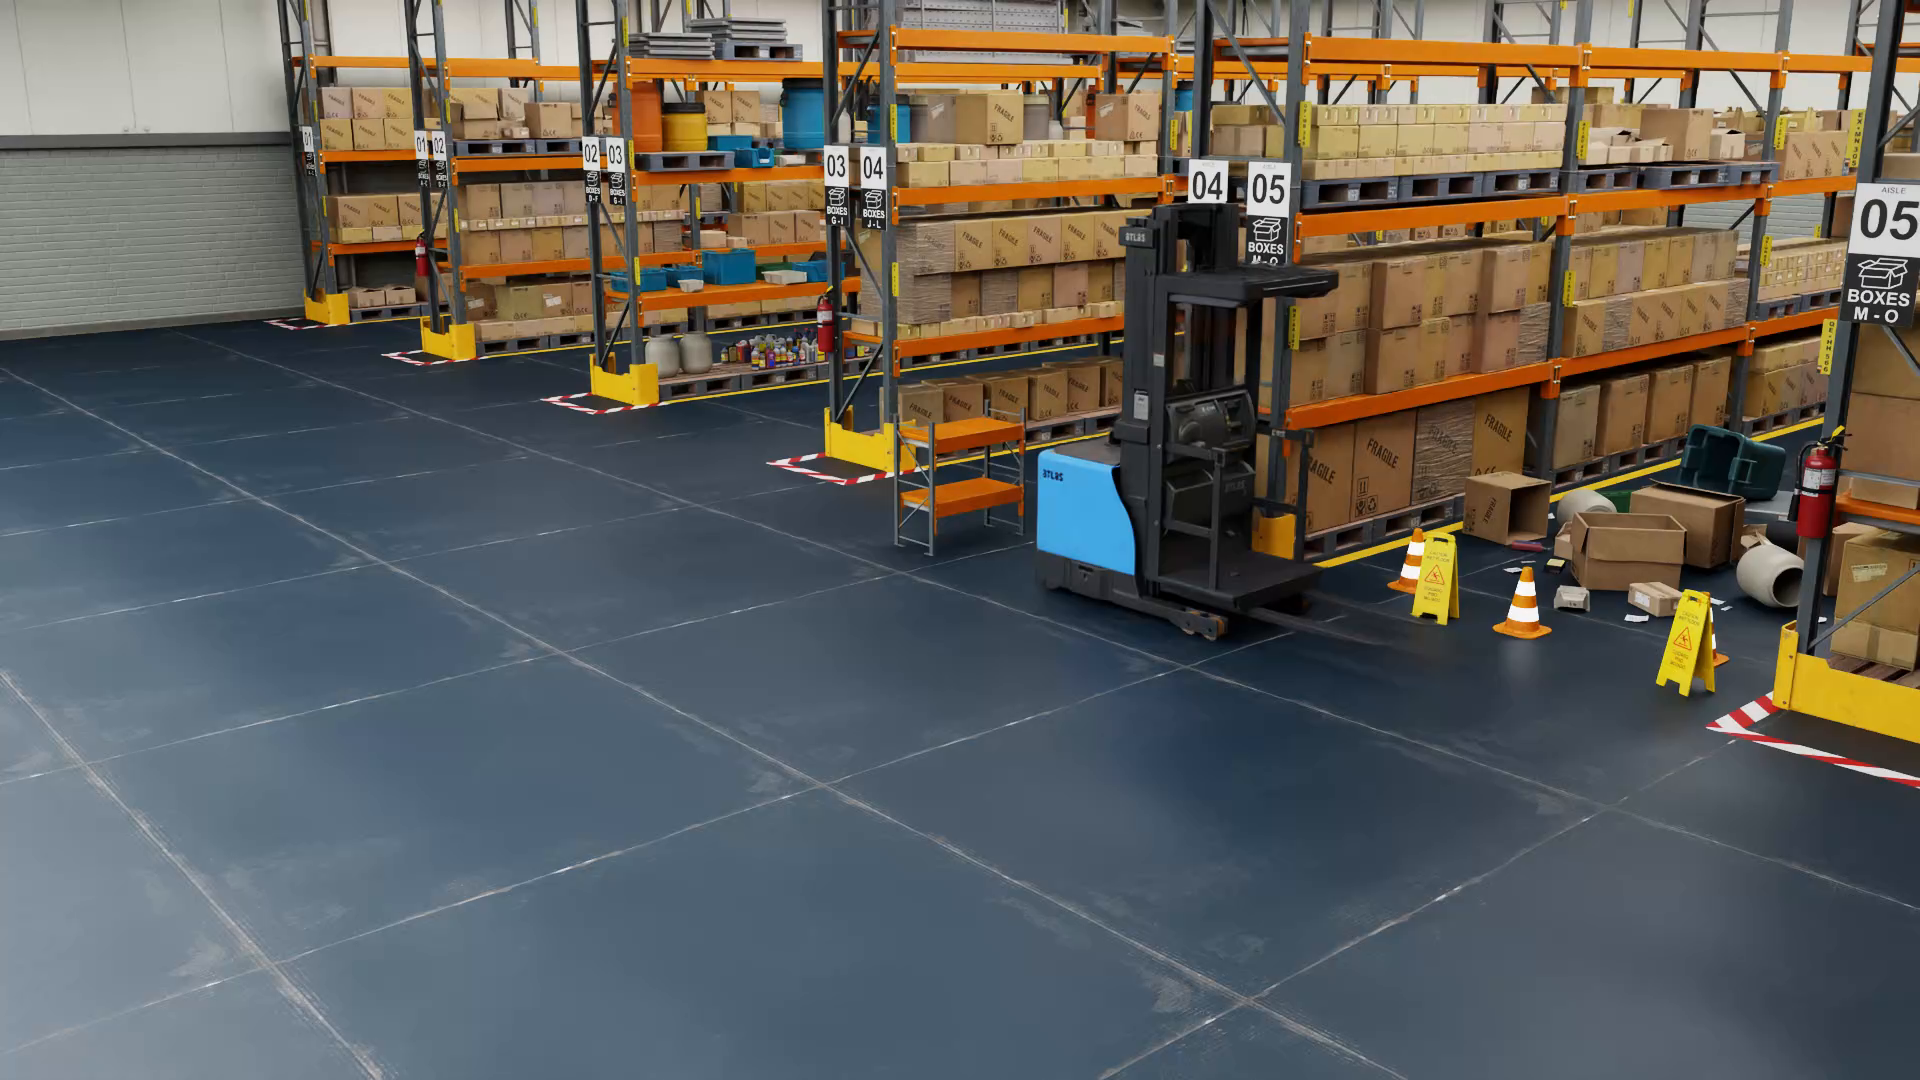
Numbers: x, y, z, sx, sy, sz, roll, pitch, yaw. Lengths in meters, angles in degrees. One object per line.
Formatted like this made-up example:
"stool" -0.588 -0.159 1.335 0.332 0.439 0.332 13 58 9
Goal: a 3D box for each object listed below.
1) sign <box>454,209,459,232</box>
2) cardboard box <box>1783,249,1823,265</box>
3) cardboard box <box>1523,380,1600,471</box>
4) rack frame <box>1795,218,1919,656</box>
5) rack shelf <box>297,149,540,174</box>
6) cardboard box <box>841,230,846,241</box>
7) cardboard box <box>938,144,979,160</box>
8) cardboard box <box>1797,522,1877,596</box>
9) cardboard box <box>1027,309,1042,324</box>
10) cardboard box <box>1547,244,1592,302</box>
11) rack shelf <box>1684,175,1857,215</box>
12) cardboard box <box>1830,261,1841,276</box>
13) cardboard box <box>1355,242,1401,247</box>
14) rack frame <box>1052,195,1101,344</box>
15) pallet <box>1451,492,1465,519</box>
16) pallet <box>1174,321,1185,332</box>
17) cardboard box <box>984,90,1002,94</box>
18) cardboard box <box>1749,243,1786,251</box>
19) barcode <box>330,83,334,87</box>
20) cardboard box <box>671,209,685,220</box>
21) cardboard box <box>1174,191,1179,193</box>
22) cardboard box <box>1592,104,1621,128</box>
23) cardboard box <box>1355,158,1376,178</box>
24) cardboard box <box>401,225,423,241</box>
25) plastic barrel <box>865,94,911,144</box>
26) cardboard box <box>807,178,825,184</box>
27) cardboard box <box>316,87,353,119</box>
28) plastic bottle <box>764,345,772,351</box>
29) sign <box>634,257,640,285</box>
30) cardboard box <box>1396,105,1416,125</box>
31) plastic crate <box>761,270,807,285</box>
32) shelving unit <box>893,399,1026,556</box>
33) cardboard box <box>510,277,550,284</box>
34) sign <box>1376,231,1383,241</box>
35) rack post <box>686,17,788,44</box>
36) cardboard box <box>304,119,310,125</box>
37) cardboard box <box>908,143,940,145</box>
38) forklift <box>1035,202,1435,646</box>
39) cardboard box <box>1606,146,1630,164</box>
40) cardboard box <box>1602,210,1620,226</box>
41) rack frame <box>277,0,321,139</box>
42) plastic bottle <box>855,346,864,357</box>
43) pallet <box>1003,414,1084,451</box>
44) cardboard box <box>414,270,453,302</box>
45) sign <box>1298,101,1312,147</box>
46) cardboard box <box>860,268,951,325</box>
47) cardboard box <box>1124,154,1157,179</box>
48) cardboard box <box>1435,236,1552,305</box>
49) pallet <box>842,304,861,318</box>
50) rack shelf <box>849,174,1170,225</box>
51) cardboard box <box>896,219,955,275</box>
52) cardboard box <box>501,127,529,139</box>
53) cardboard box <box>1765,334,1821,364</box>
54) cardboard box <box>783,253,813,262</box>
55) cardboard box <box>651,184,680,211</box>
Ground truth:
"sign" -7.136 -4.529 23.561 0.005 0.325 0.100 -13 19 -39
"cardboard box" 9.686 -3.257 19.152 0.250 0.149 0.380 -12 19 -38
"cardboard box" 5.611 -1.186 16.422 0.750 0.750 1.050 -13 20 -40
"rack frame" 5.510 -0.323 9.647 0.127 3.000 1.000 -13 19 -39
"rack shelf" -9.241 -6.586 28.674 4.000 0.370 1.077 -13 19 -39
"cardboard box" -1.957 -5.209 28.426 0.250 0.149 0.380 -13 19 -39
"cardboard box" -0.015 -3.947 16.921 0.250 0.149 0.380 -12 19 -37
"cardboard box" 6.826 0.122 12.818 0.500 0.500 0.500 0 15 -1
"cardboard box" 0.673 -2.436 18.045 0.250 0.149 0.380 -13 19 -39
"cardboard box" 5.573 -2.564 15.904 0.500 0.500 0.700 -13 20 -40
"rack shelf" 9.728 -4.065 19.238 4.000 0.370 1.077 -13 19 -39
"cardboard box" 10.074 -3.198 19.506 0.250 0.149 0.380 -13 19 -39
"cardboard box" 5.585 -3.685 22.040 0.500 0.500 0.500 -12 19 -38
"rack frame" 1.788 -4.572 25.553 0.127 3.000 1.000 -13 19 -39
"pallet" 4.577 -0.486 15.662 1.213 0.211 1.003 -13 19 -39
"pallet" 3.276 -3.572 27.213 1.213 0.211 1.003 -13 19 -39
"cardboard box" 0.562 -9.586 36.343 0.500 0.500 0.500 -12 19 -38
"cardboard box" 9.663 -3.475 19.967 0.250 0.149 0.380 -12 19 -37
"barcode" -10.543 -7.633 27.908 0.075 0.075 0.001 -13 19 -39
"cardboard box" -4.542 -5.133 26.203 0.250 0.149 0.380 -13 20 -39
"cardboard box" 4.039 -7.209 33.293 0.500 0.500 0.500 -12 19 -38
"cardboard box" 9.504 -6.329 25.119 0.500 0.500 0.700 -12 19 -37
"cardboard box" 3.035 -2.930 13.073 0.250 0.149 0.380 -13 19 -39
"cardboard box" -9.403 -5.279 28.453 0.500 0.250 0.500 -13 20 -40
"plastic barrel" -0.988 -5.714 23.045 0.708 0.901 0.600 -13 19 -39
"cardboard box" -3.043 -7.355 33.712 0.500 0.250 0.500 -13 20 -40
"cardboard box" -10.300 -7.153 27.235 0.500 0.500 0.500 14 21 43
"plastic bottle" -2.602 -2.547 22.543 0.097 0.201 0.097 0 15 0
"sign" -3.889 -3.242 20.040 0.005 0.325 0.100 -13 19 -39
"cardboard box" 3.413 -3.400 13.289 0.250 0.149 0.380 -13 20 -40
"plastic crate" -2.288 -3.442 21.836 0.437 0.136 0.530 -13 19 -39
"shelving unit" 0.005 -0.545 14.109 1.048 1.125 0.538 -13 19 -39
"cardboard box" -6.541 -3.739 25.497 0.500 0.500 0.500 -13 19 -39
"sign" 5.403 -4.025 21.414 0.005 0.325 0.100 -13 19 -39
"rack post" -2.806 -6.413 20.966 0.954 0.300 0.937 -13 20 -40
"cardboard box" -10.601 -6.772 27.746 0.500 0.500 0.500 -11 18 -35
"cardboard box" -0.409 -4.065 17.363 0.250 0.149 0.380 -13 19 -39
"forklift" 1.948 -0.863 11.800 1.130 2.935 3.031 -13 20 -41
"cardboard box" 6.147 -3.654 15.782 0.380 0.149 0.250 -13 19 -39
"cardboard box" 10.158 -5.283 26.476 0.500 0.500 0.500 -13 20 -41
"rack frame" -10.750 -8.044 26.925 0.127 3.000 1.000 -13 19 -39
"plastic bottle" -1.375 -2.649 22.764 0.133 0.283 0.061 -11 19 -37
"pallet" 0.618 -1.254 18.536 1.213 0.211 1.003 -13 19 -39
"cardboard box" -9.153 -4.461 29.129 0.500 0.500 0.700 -14 21 -43
"sign" 2.544 -3.070 12.272 0.005 0.325 0.100 -13 19 -39
"cardboard box" -0.562 -2.532 17.147 0.500 0.500 0.875 -13 19 -39
"cardboard box" 1.850 -4.179 18.559 0.500 0.250 0.500 -12 19 -37
"cardboard box" 4.901 -2.485 15.359 0.550 0.550 0.875 -13 19 -39
"pallet" -2.107 -4.058 29.031 1.213 0.211 1.003 -13 19 -39
"rack shelf" 0.513 -3.693 17.843 4.000 0.370 1.077 -13 19 -39
"cardboard box" -0.402 -2.967 16.839 0.500 0.500 0.500 -13 19 -39
"cardboard box" -6.492 -5.945 24.282 0.250 0.149 0.380 -13 19 -39
"cardboard box" 9.663 -2.219 19.322 0.500 0.250 0.500 -12 19 -39
"cardboard box" -3.409 -5.911 33.918 0.750 0.750 0.750 -13 20 -40
"cardboard box" -4.808 -5.458 26.162 0.500 0.500 0.700 -13 19 -39
